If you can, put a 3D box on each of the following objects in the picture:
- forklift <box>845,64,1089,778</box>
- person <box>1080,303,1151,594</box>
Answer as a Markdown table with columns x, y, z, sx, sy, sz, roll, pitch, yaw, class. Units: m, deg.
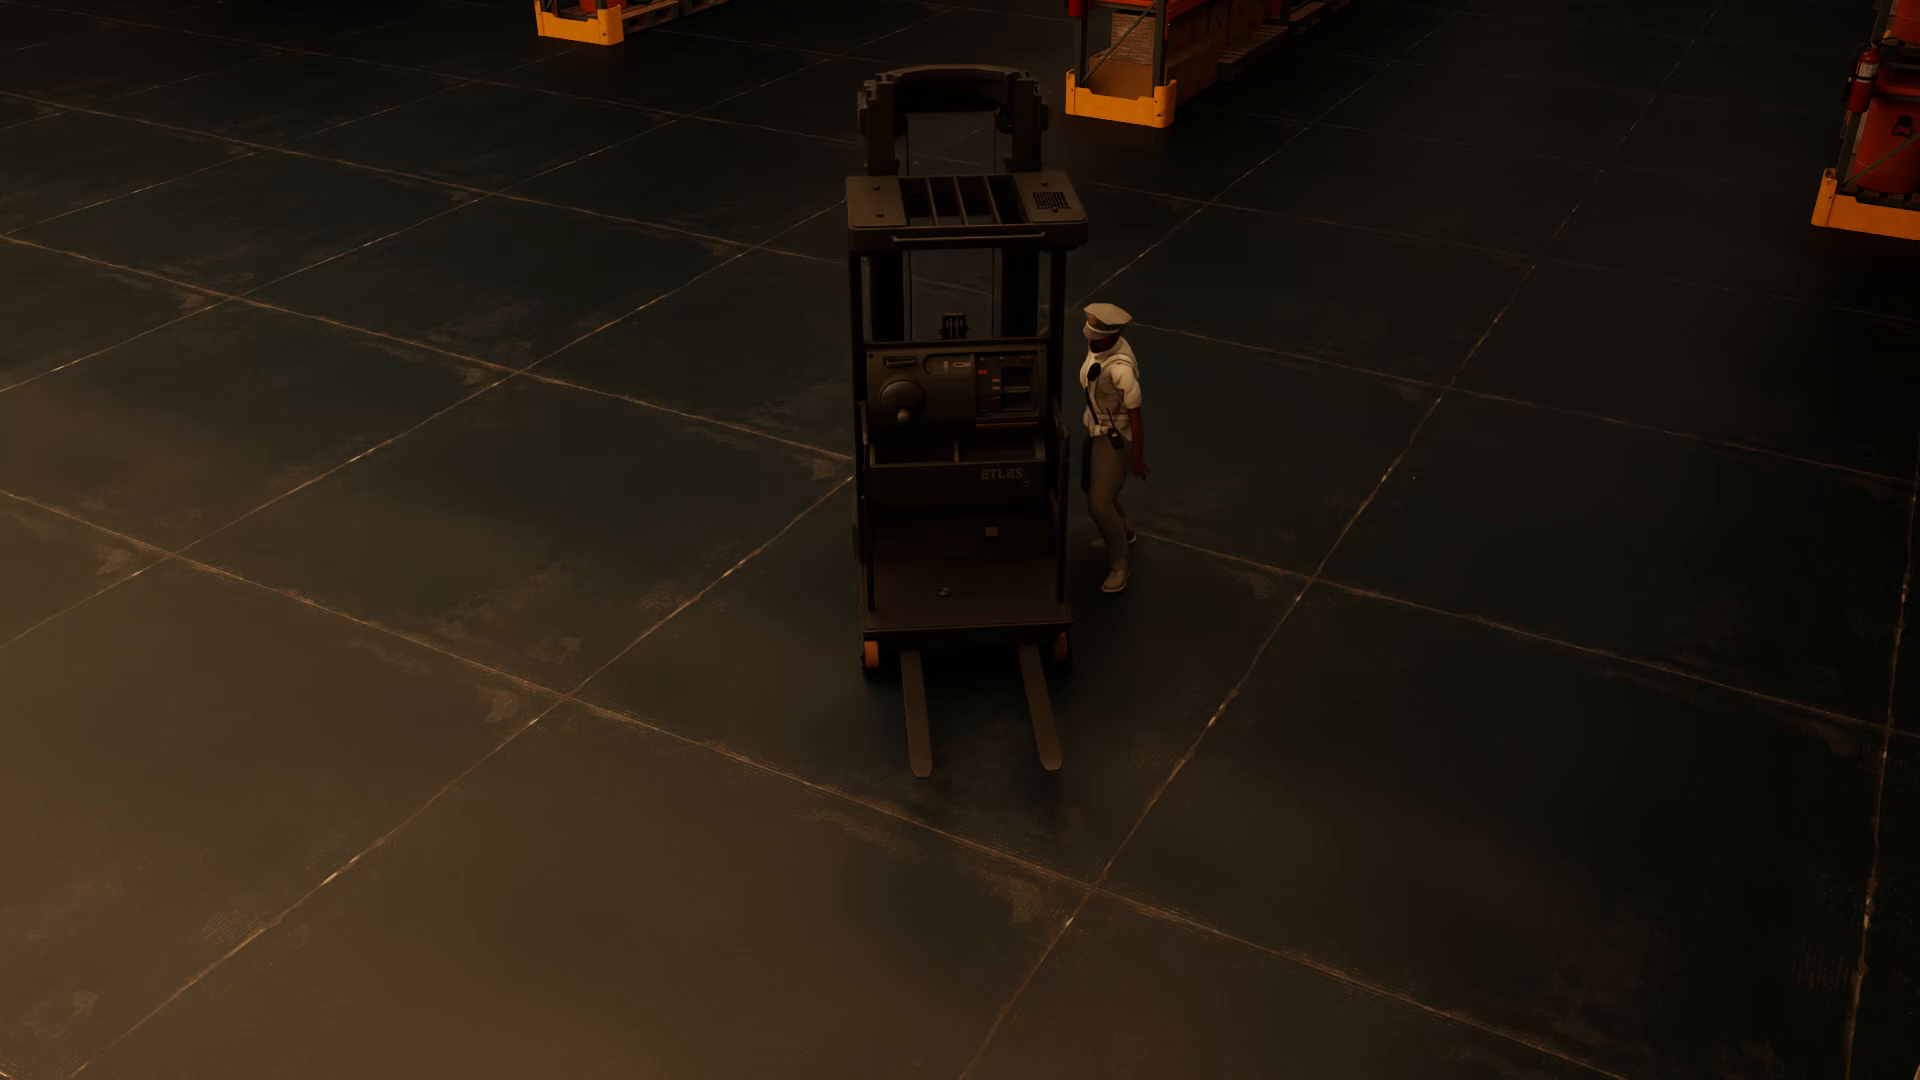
| x | y | z | sx | sy | sz | roll | pitch | yaw | class |
| --- | --- | --- | --- | --- | --- | --- | --- | --- | --- |
| 0.007 | -0.750 | 8.371 | 1.130 | 2.935 | 3.031 | -2 | 30 | -4 | forklift |
| 0.865 | -0.577 | 9.419 | 0.431 | 1.635 | 0.810 | -5 | 30 | -8 | person |
